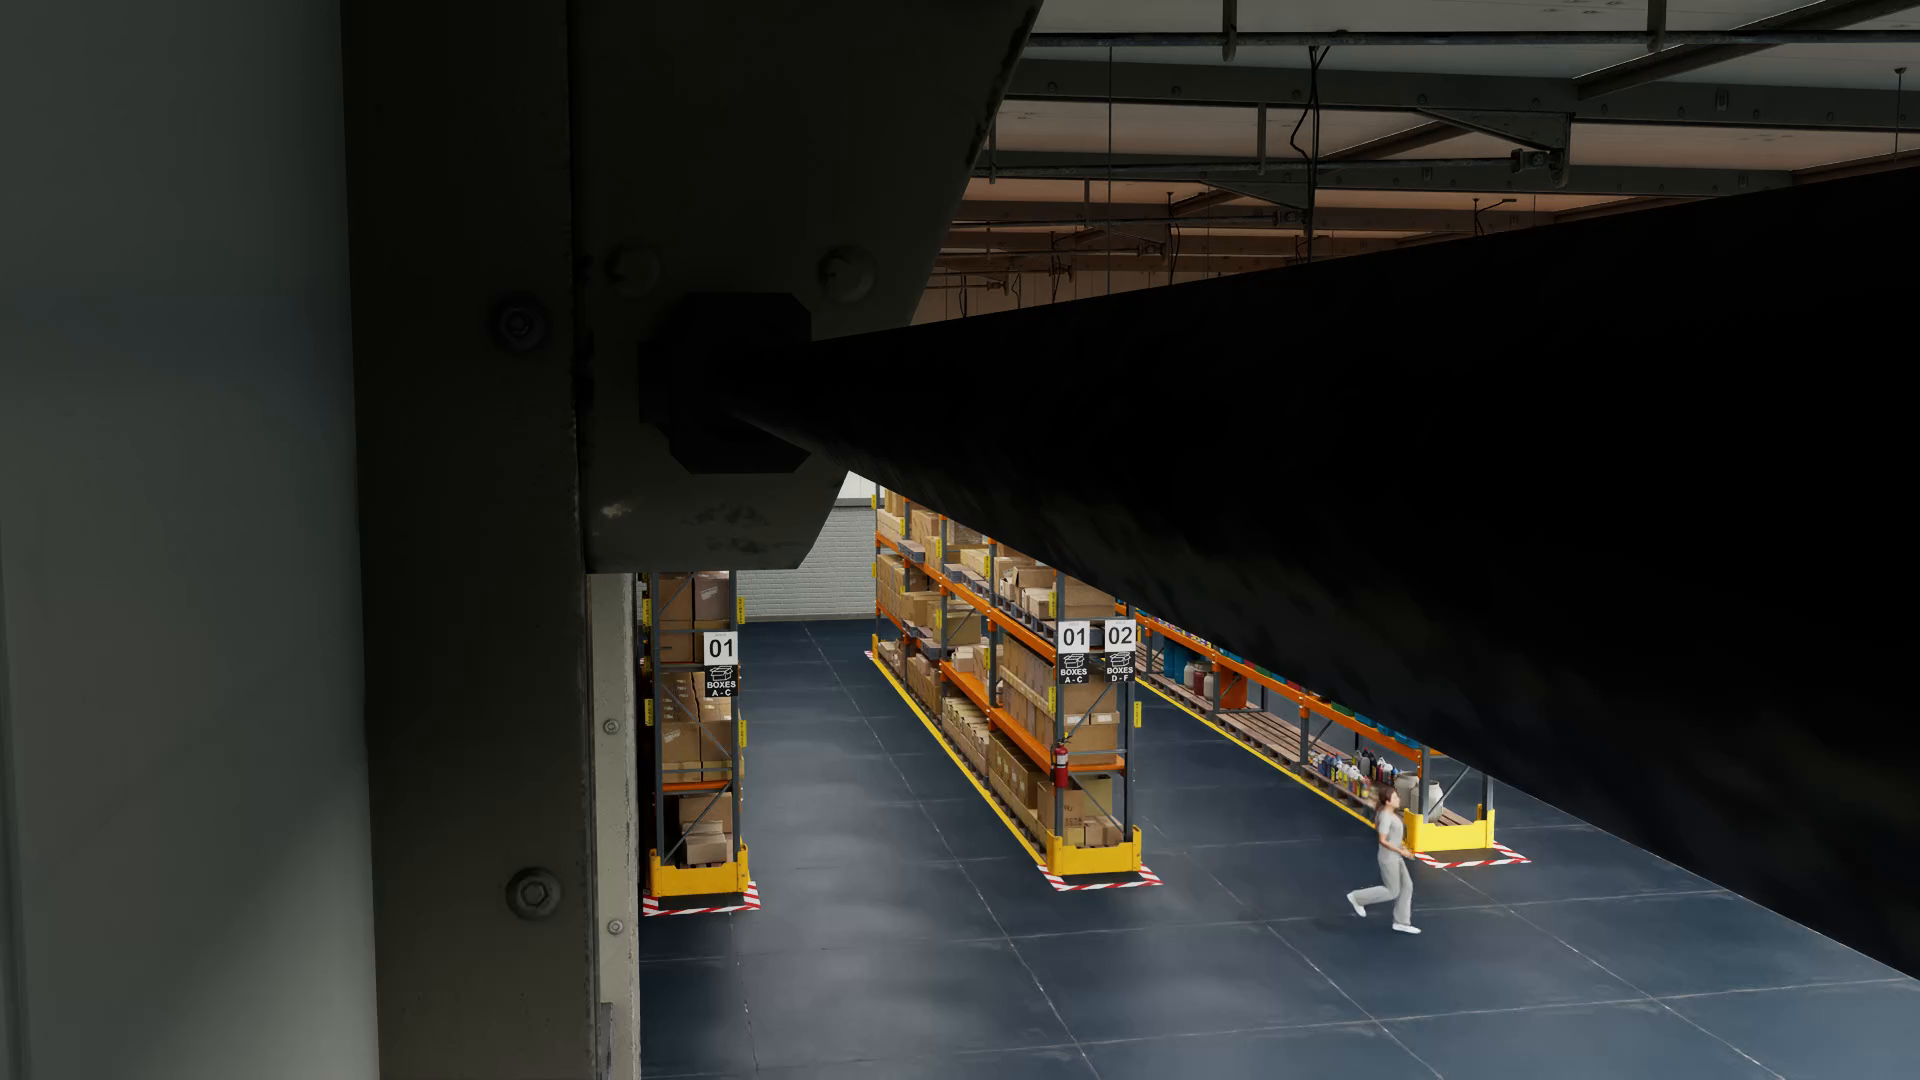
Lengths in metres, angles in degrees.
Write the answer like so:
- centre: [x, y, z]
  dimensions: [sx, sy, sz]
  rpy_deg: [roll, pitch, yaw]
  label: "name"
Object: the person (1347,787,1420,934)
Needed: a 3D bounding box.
- centre: [4.806, 3.602, 18.784]
  dimensions: [0.808, 1.652, 0.576]
  rpy_deg: [2, 6, 18]
  label: "person"
